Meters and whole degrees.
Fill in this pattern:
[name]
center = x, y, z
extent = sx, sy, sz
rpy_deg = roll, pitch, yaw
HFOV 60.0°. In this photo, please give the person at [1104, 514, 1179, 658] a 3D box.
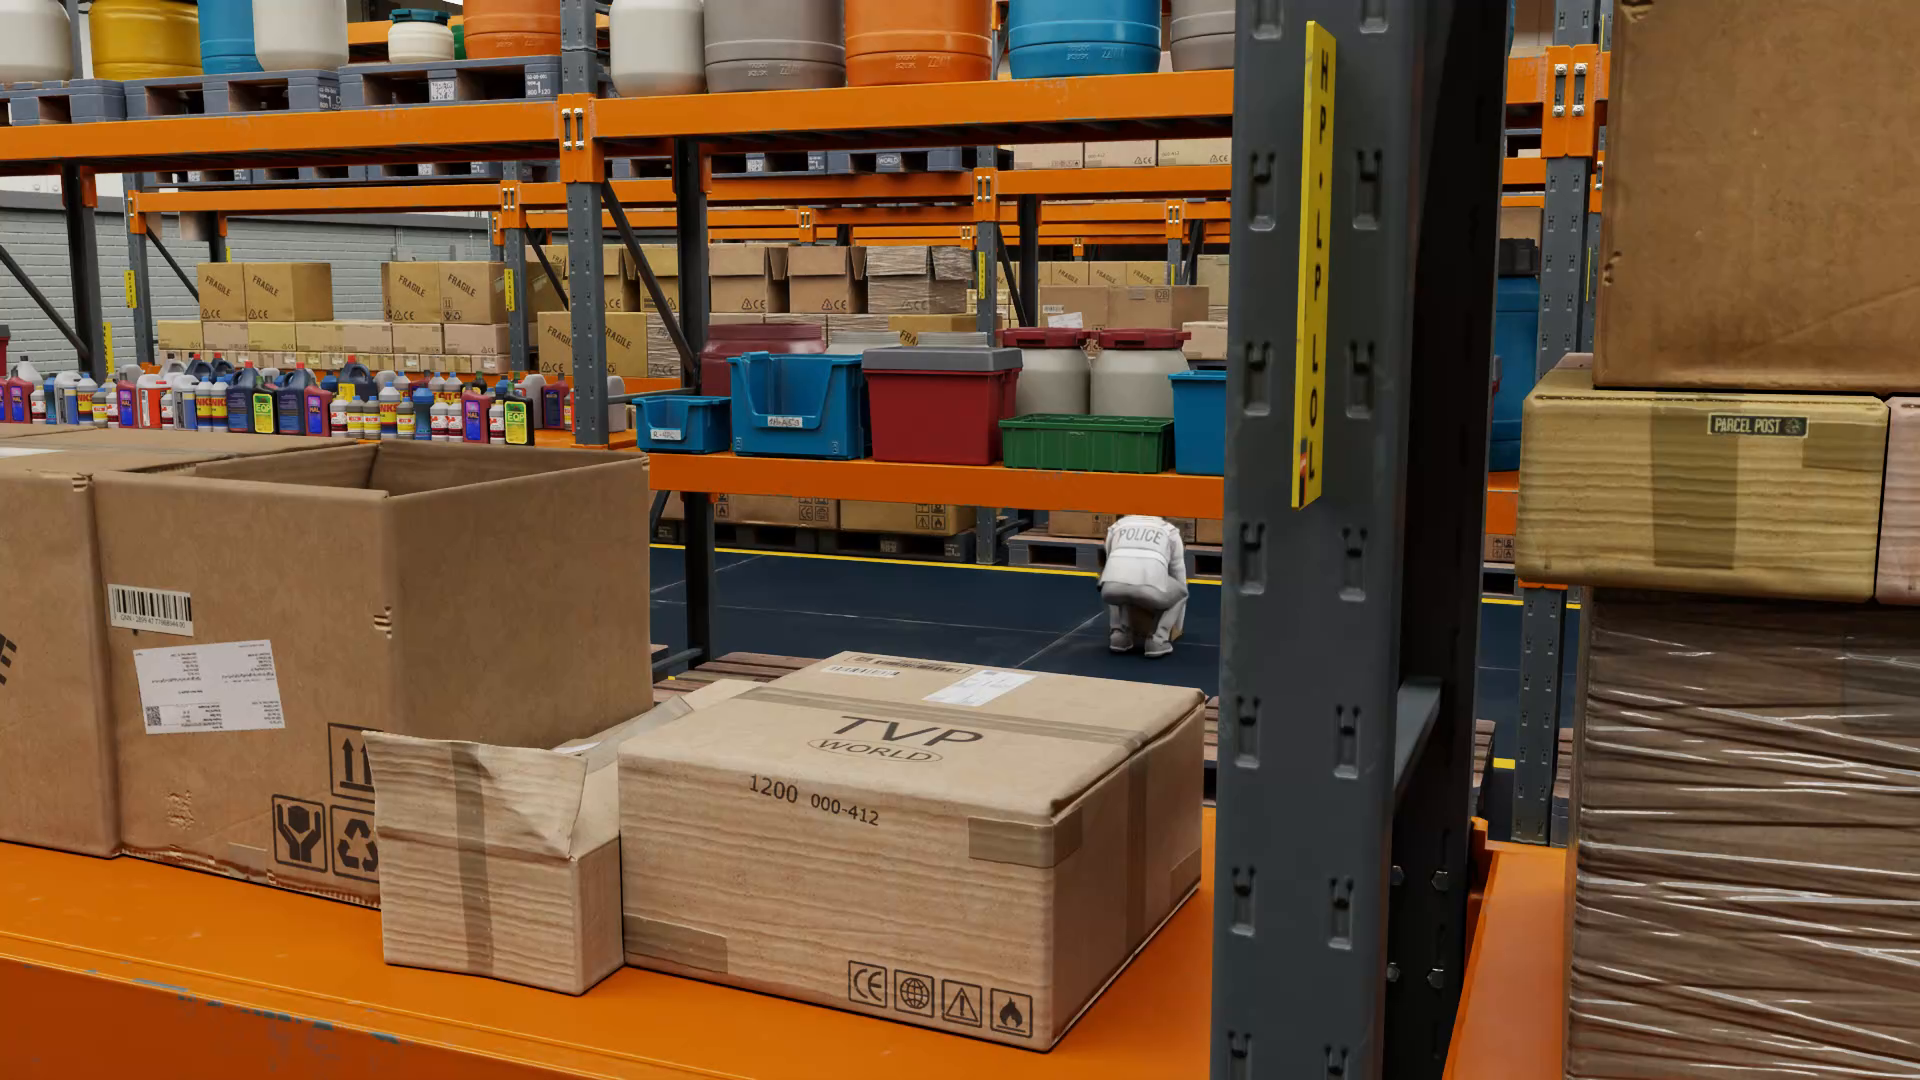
[person]
center = 0.975, -0.210, 9.120
extent = 0.497, 1.687, 0.437
rpy_deg = 3, 9, 20
